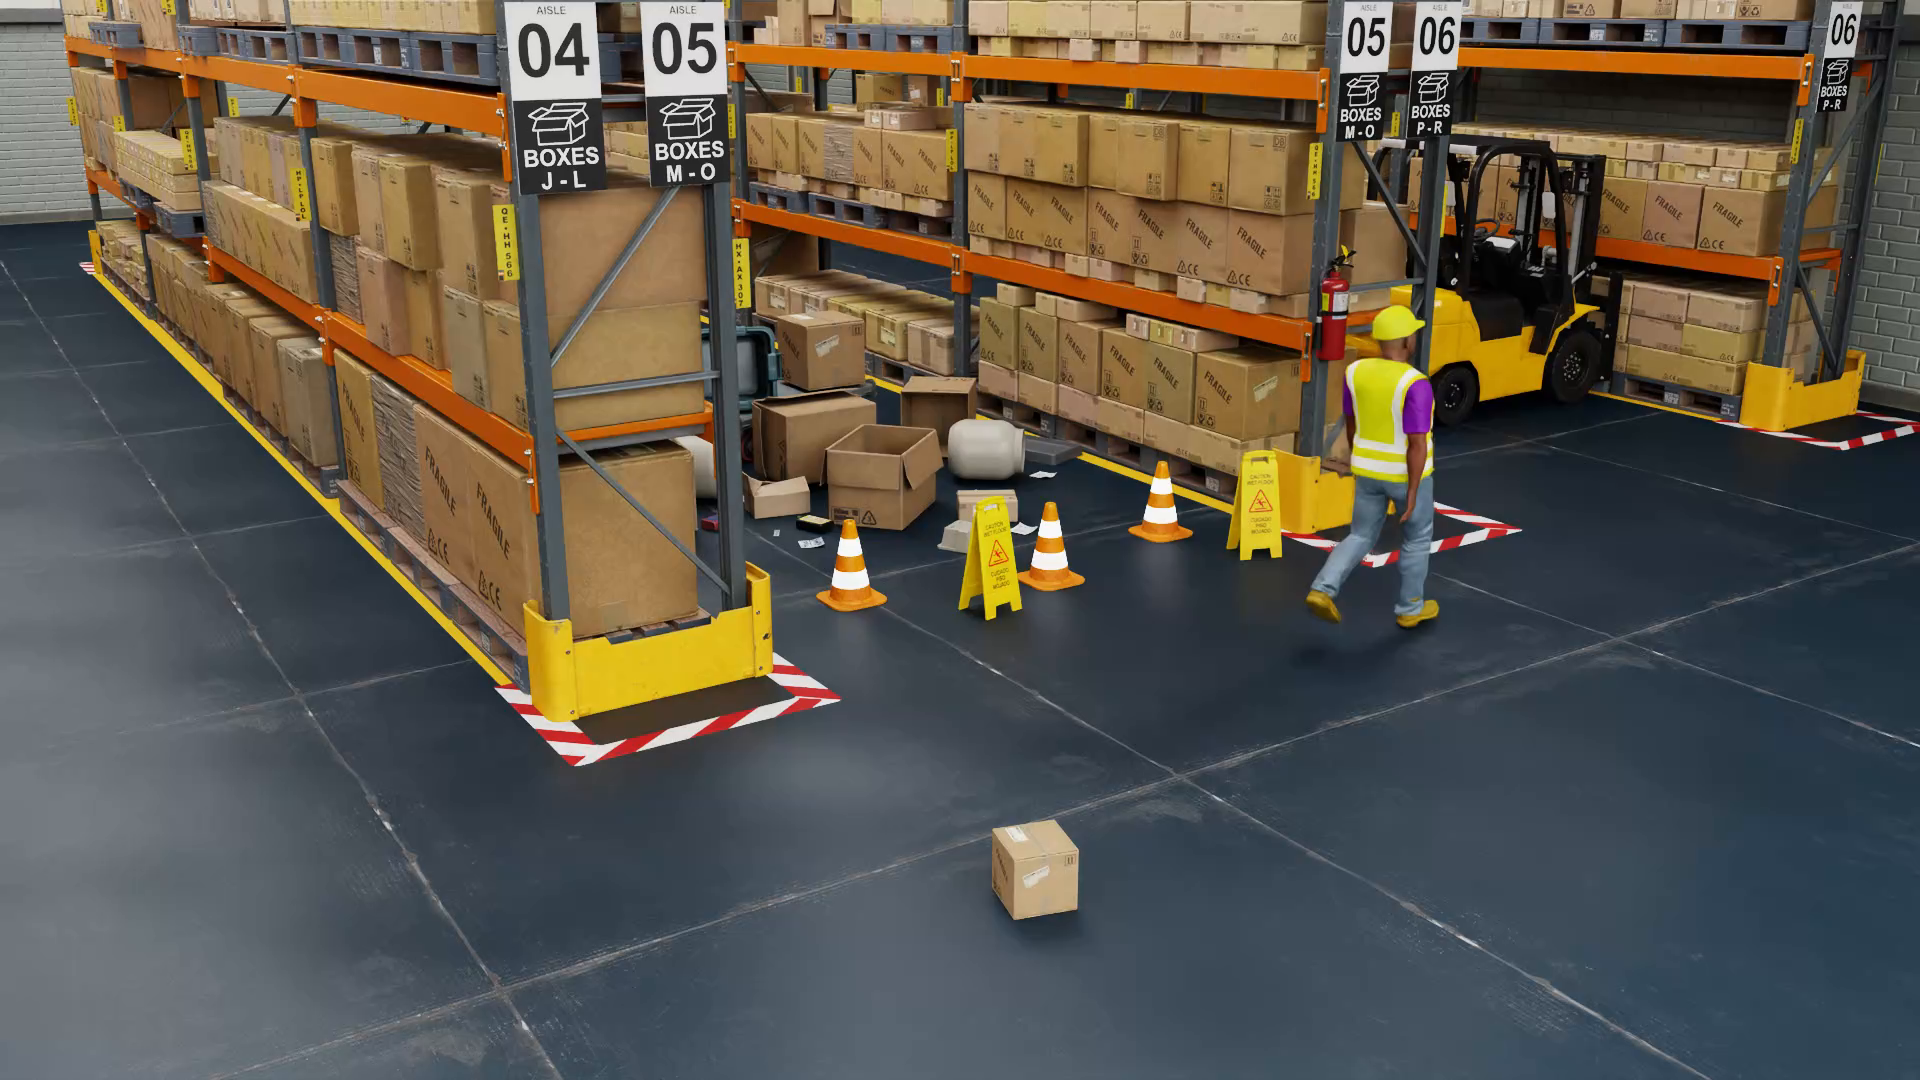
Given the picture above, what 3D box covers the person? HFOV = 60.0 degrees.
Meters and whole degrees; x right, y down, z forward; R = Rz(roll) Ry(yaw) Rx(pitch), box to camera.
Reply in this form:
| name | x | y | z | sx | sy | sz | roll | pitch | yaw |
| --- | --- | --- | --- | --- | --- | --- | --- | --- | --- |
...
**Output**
| name | x | y | z | sx | sy | sz | roll | pitch | yaw |
| --- | --- | --- | --- | --- | --- | --- | --- | --- | --- |
| person | 2.199 | -0.351 | 8.582 | 0.899 | 1.736 | 0.556 | -16 | 24 | -40 |
